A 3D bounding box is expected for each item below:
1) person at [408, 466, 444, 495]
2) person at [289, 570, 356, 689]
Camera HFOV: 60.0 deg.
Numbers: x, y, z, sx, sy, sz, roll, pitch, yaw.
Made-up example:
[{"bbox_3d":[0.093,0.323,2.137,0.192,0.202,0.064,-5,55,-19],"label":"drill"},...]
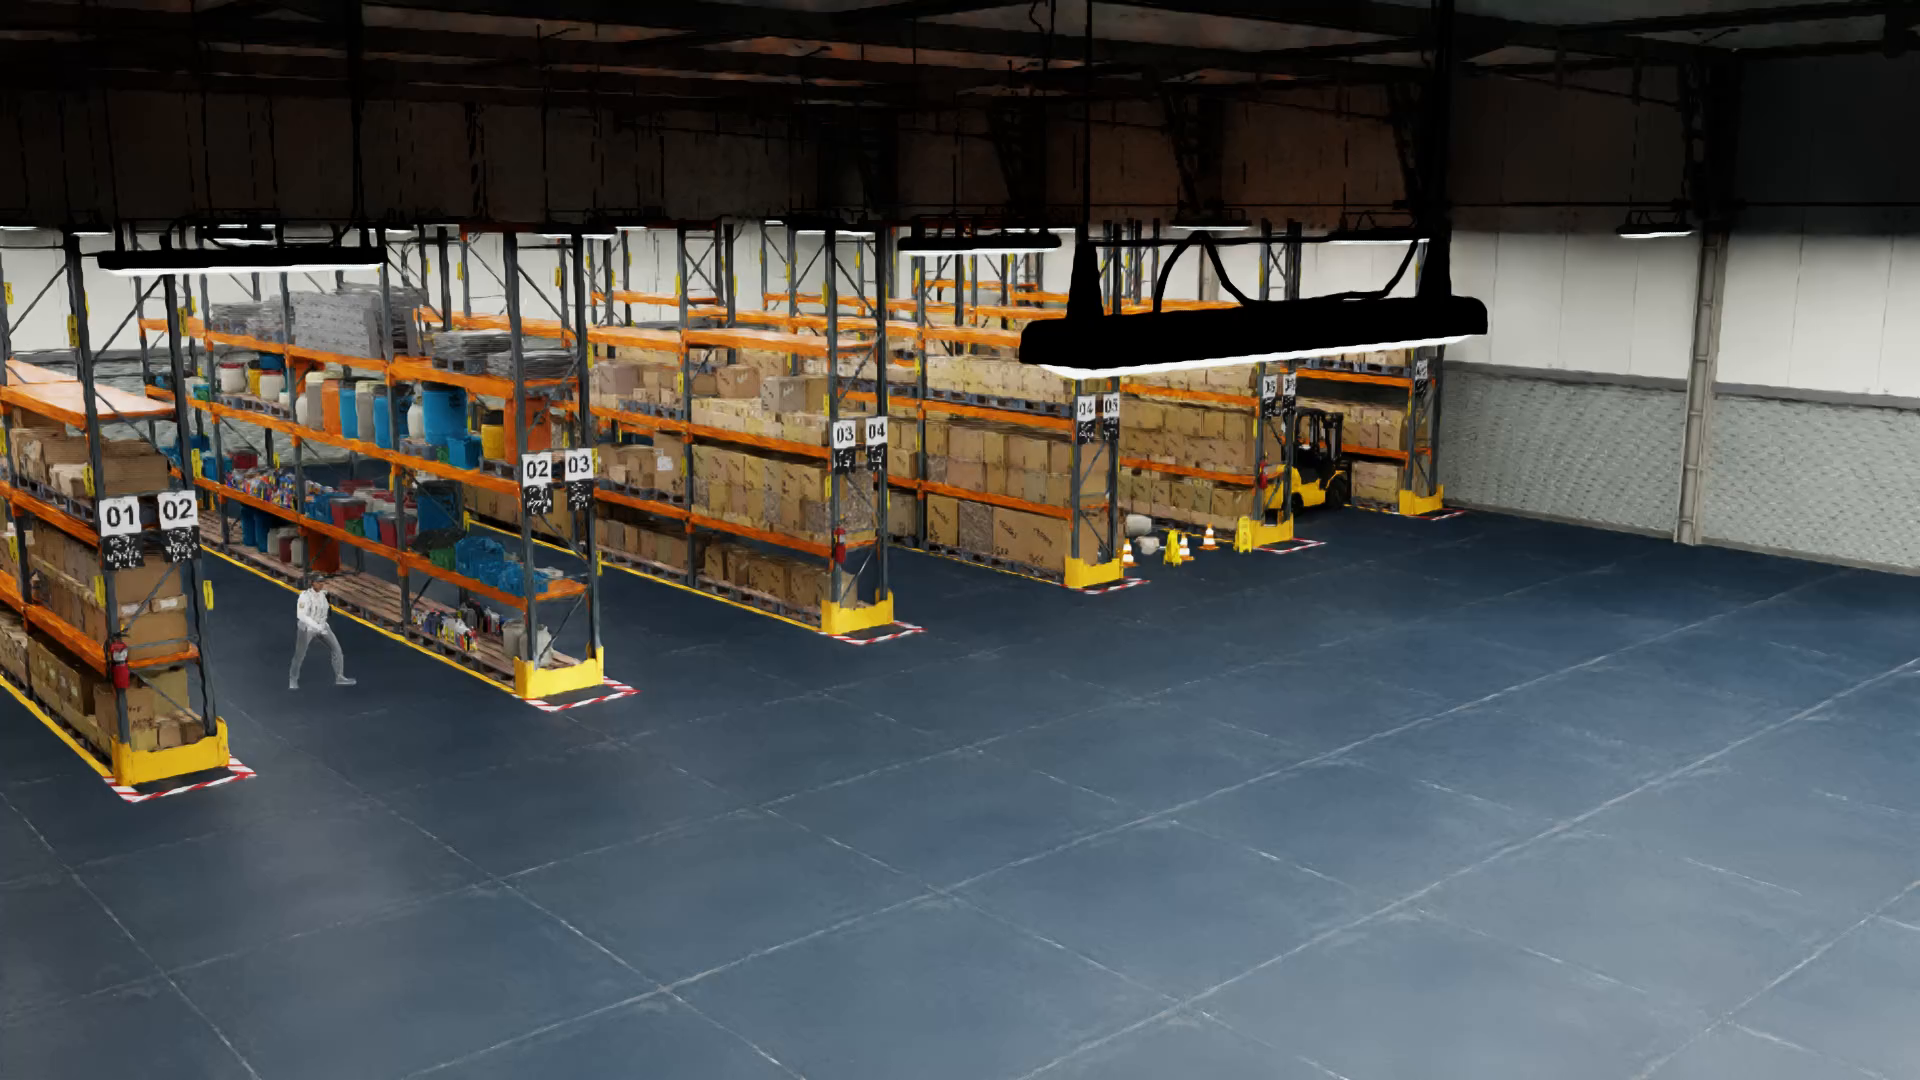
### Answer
[{"bbox_3d":[-10.561,-1.128,32.953,0.702,1.669,0.548,-10,15,-40],"label":"person"},{"bbox_3d":[-8.542,1.168,21.992,0.794,1.608,0.643,7,13,31],"label":"person"}]
